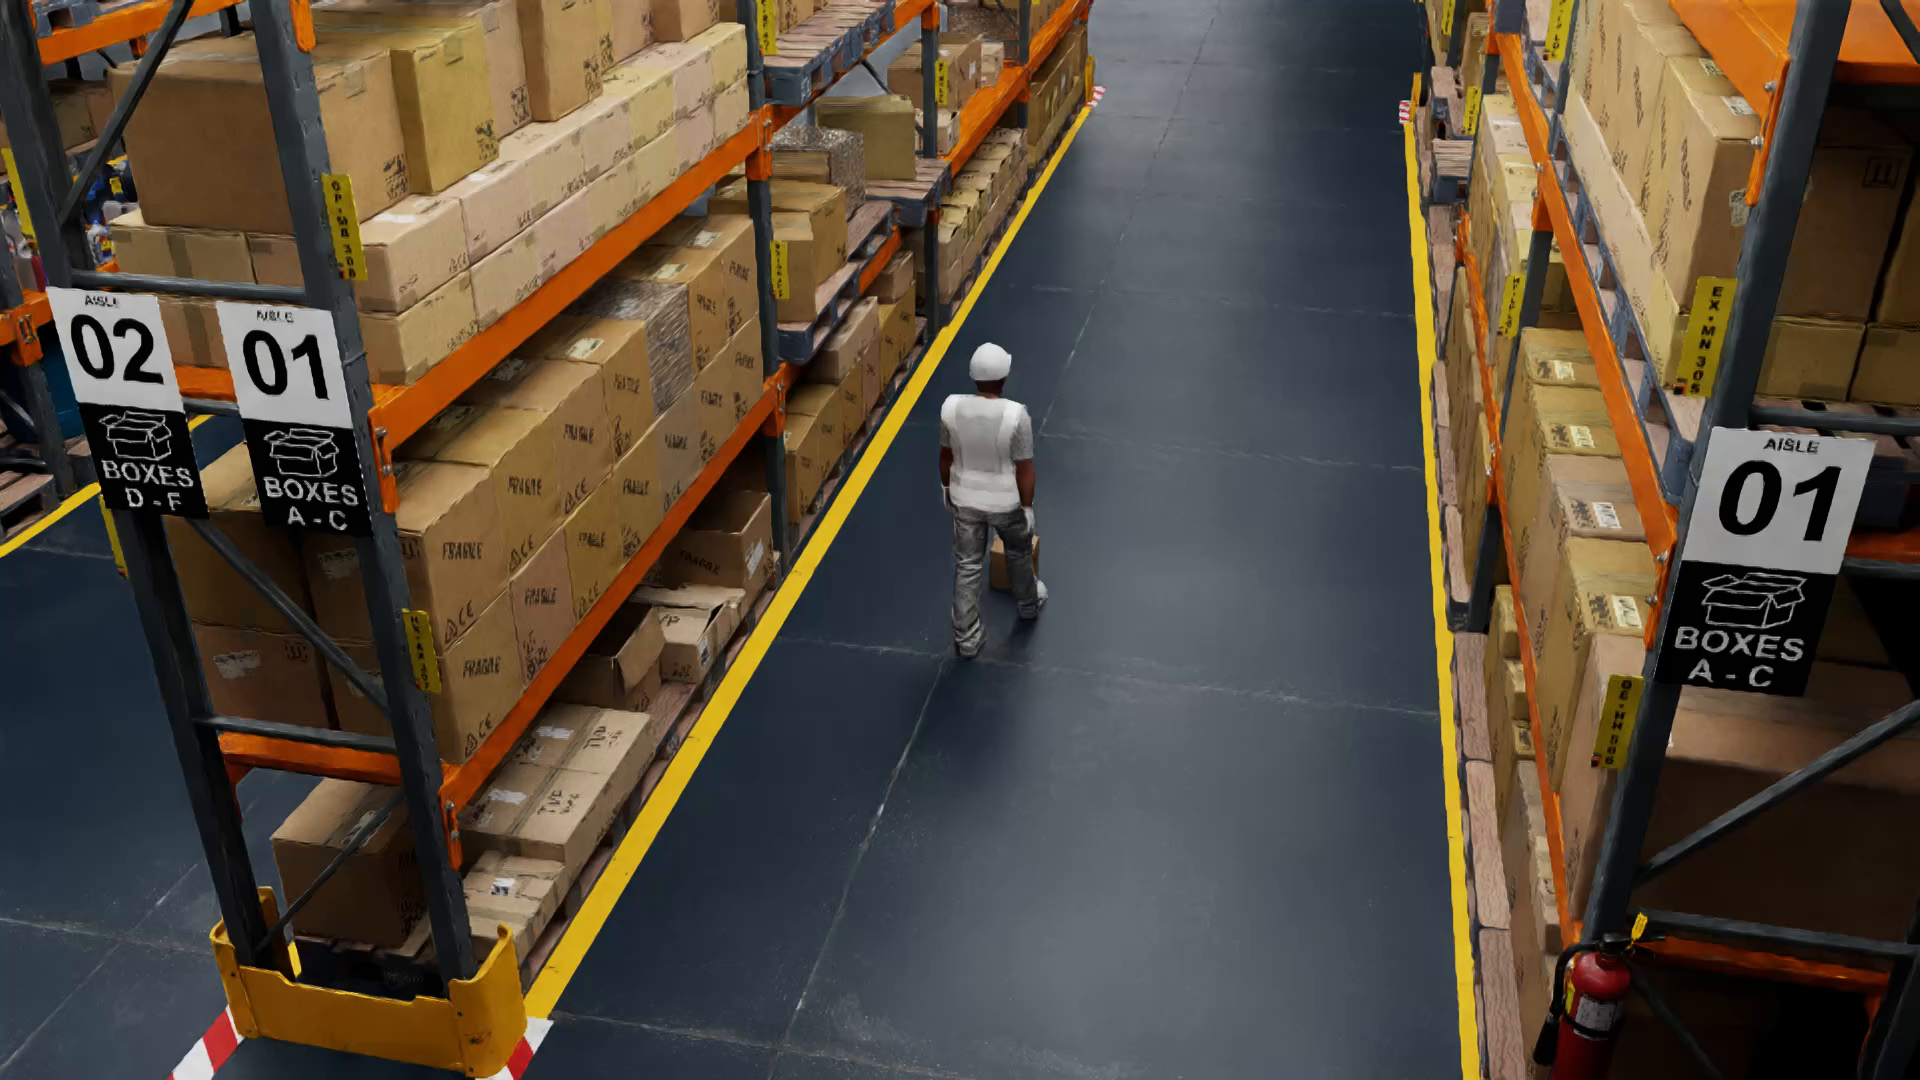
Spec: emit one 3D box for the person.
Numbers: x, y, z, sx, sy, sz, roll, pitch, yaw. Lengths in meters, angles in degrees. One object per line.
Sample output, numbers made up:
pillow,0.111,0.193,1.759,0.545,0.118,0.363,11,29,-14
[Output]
person,0.190,-0.294,9.124,0.554,1.767,0.771,8,30,14
